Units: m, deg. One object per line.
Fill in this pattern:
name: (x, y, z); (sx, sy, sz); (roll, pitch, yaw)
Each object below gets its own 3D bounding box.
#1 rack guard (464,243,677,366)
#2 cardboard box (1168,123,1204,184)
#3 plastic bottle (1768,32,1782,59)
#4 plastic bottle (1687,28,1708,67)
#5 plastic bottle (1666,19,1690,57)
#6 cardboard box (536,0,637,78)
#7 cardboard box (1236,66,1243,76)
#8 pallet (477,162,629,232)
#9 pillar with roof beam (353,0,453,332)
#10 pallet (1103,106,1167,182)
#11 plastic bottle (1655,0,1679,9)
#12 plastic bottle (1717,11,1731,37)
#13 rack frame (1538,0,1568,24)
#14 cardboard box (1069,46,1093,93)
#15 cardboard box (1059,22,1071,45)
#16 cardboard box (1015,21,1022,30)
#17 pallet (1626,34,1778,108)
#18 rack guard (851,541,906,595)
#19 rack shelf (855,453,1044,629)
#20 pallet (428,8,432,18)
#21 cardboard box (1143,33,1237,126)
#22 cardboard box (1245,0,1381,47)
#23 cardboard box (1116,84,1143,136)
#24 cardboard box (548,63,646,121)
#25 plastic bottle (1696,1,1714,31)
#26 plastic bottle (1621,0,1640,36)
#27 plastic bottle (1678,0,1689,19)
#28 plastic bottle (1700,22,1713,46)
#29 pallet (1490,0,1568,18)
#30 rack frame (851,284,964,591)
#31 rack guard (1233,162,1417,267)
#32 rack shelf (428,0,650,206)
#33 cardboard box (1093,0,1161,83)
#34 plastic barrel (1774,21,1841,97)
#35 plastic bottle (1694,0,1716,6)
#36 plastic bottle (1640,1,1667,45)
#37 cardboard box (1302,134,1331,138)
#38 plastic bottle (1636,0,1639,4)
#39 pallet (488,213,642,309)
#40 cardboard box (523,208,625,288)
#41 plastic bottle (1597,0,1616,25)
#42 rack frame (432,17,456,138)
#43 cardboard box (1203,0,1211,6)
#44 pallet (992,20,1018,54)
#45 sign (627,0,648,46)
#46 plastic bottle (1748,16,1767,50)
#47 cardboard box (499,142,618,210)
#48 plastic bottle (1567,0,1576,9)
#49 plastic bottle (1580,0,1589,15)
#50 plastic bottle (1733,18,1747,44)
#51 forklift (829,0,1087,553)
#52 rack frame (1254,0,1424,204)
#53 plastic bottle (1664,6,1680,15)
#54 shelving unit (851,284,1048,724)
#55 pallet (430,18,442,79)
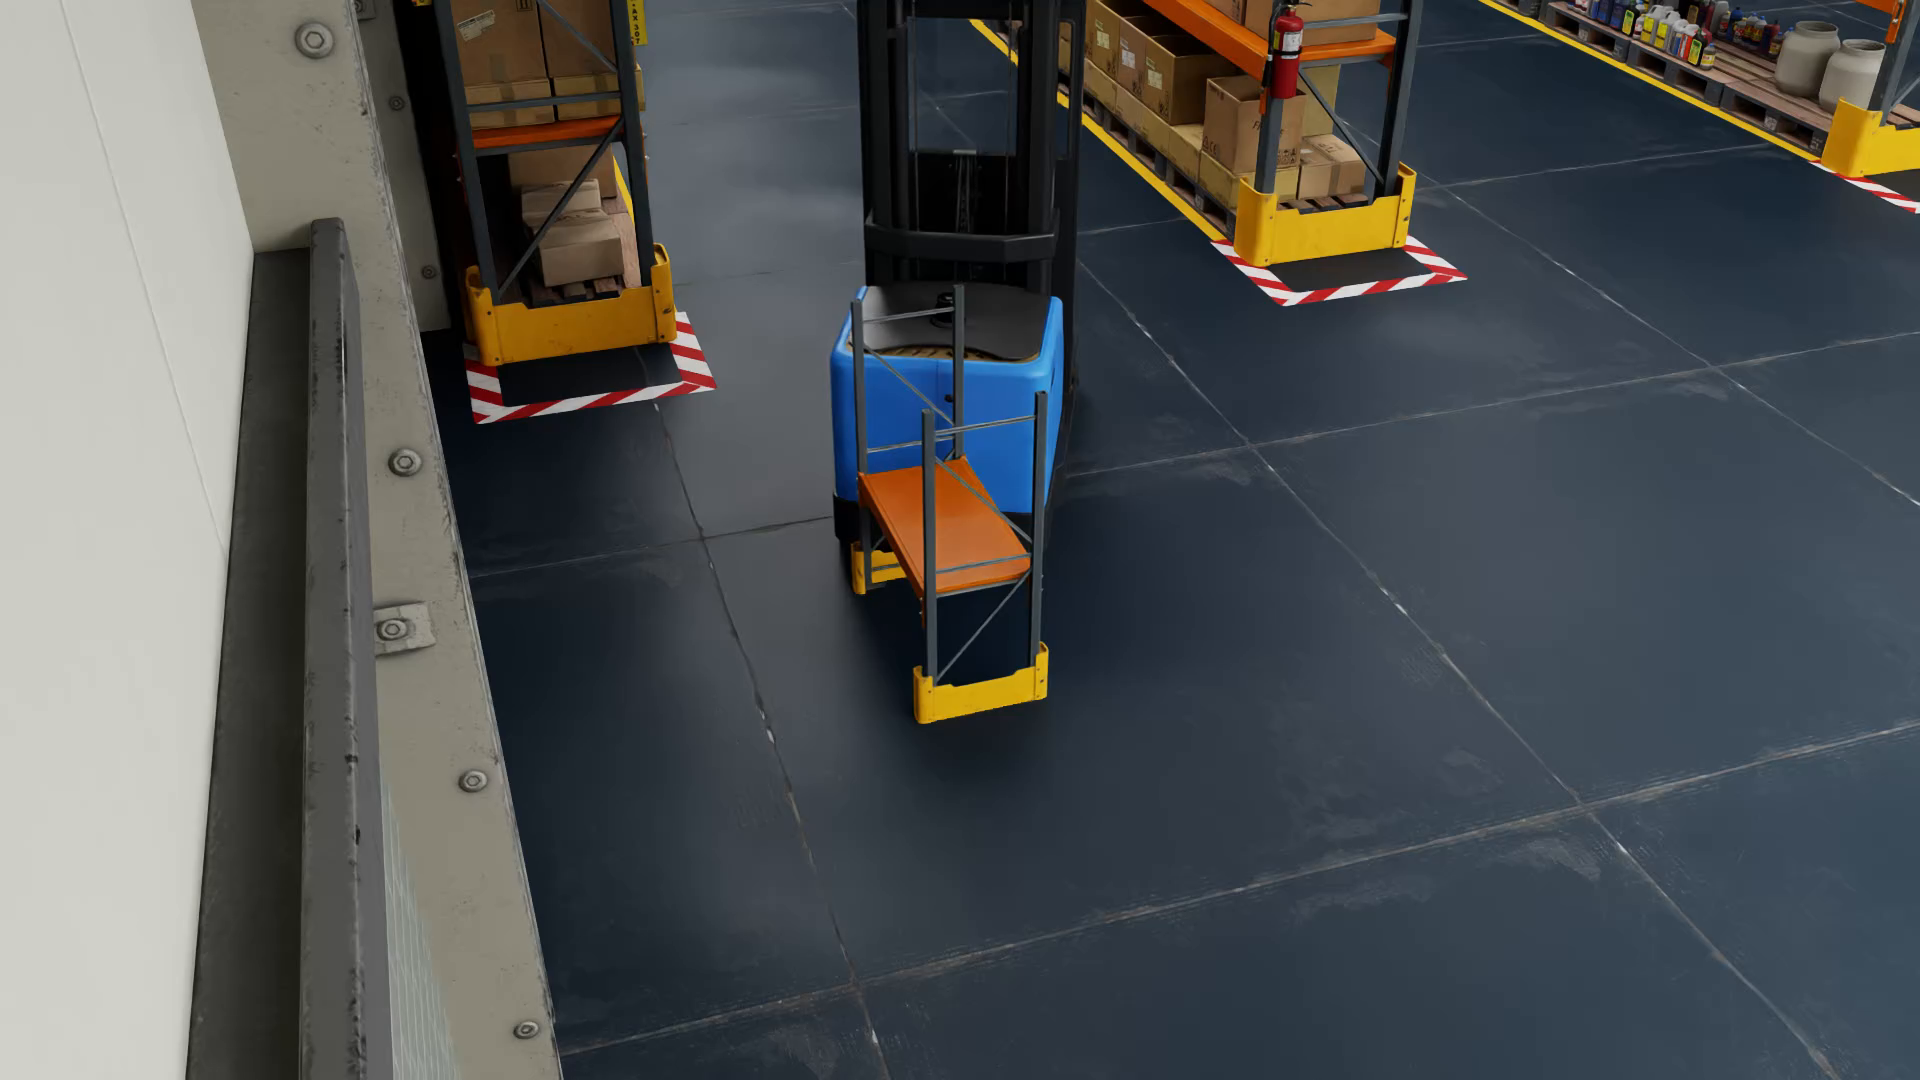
rack guard: (-2.313, -1.411, 9.931); (1.175, 0.500, 0.348); (-10, 35, -15)
cardboard box: (1.818, -2.769, 11.833); (0.500, 0.250, 0.500); (-10, 35, -15)
plastic bottle: (6.857, -4.154, 13.955); (0.097, 0.201, 0.097); (0, 33, 0)
plastic bottle: (6.115, -4.079, 13.766); (0.061, 0.283, 0.133); (-9, 35, -14)
plastic bottle: (6.074, -4.227, 13.998); (0.152, 0.276, 0.135); (-11, 35, -16)
cardboard box: (-2.149, -2.973, 9.467); (0.500, 0.500, 0.500); (-10, 35, -15)
cardboard box: (2.156, -3.431, 12.154); (0.500, 0.500, 0.500); (-10, 35, -15)
pallet: (-2.895, -2.362, 11.633); (1.003, 0.211, 1.213); (-10, 35, -15)
pillar with roof beam: (0.773, -5.862, 8.959); (9.100, 9.000, 0.400); (-10, 35, -15)
pallet: (1.785, -3.119, 12.779); (1.003, 0.211, 1.213); (-10, 35, -15)
plastic bottle: (6.321, -4.798, 14.862); (0.152, 0.276, 0.135); (-10, 35, -15)
plastic bottle: (6.661, -4.492, 14.467); (0.097, 0.201, 0.097); (0, 33, 0)
rack frame: (5.925, -6.180, 14.881); (1.000, 3.000, 0.127); (-10, 35, -15)
cardboard box: (1.207, -3.819, 13.422); (0.500, 0.250, 0.500); (-10, 35, -15)
cardboard box: (1.050, -4.393, 13.611); (0.500, 0.500, 0.500); (-10, 35, -15)
cardboard box: (0.804, -4.546, 14.521); (0.500, 0.250, 0.500); (-10, 35, -15)
pallet: (6.466, -4.015, 14.135); (1.003, 0.211, 1.213); (-10, 35, -15)
rack guard: (-0.224, 0.088, 7.889); (0.587, 0.250, 0.087); (-10, 35, -15)
rack shelf: (-0.064, -0.018, 7.242); (0.538, 0.185, 1.000); (-10, 35, -15)
pallet: (-4.493, -5.040, 15.686); (1.003, 0.211, 1.213); (-10, 35, -15)
cardboard box: (1.661, -3.344, 12.022); (0.500, 0.500, 0.500); (-10, 35, -15)
cardboard box: (2.297, -3.538, 10.792); (0.700, 0.500, 0.500); (-10, 35, -15)
cardboard box: (1.513, -3.294, 12.627); (0.500, 0.250, 0.500); (-10, 35, -15)
cardboard box: (-2.136, -2.669, 9.686); (0.500, 0.250, 0.500); (-11, 35, -16)
plastic bottle: (6.498, -4.566, 14.504); (0.061, 0.283, 0.133); (-10, 35, -15)
plastic bottle: (5.844, -4.544, 14.470); (0.061, 0.283, 0.133); (-9, 34, -13)
plastic bottle: (6.455, -4.868, 14.899); (0.144, 0.351, 0.185); (-12, 35, -17)
plastic bottle: (6.218, -4.175, 13.913); (0.061, 0.283, 0.133); (-10, 35, -15)
pallet: (5.649, -5.422, 16.264); (1.003, 0.211, 1.213); (-10, 35, -15)
rack frame: (-0.224, -0.434, 7.546); (0.500, 1.500, 0.032); (-10, 35, -15)
rack guard: (2.434, -2.193, 11.115); (1.175, 0.500, 0.348); (-10, 35, -15)
rack shelf: (-2.900, -3.163, 10.969); (1.077, 0.370, 4.000); (-10, 35, -15)
cardboard box: (1.355, -3.868, 12.816); (0.500, 0.500, 0.500); (-10, 35, -15)
plastic barrel: (6.719, -3.813, 13.175); (0.421, 0.512, 0.421); (0, 33, 0)
plastic bottle: (6.553, -4.698, 14.643); (0.144, 0.351, 0.185); (-10, 35, -15)
plastic bottle: (5.963, -4.442, 14.255); (0.144, 0.351, 0.185); (-10, 35, -15)
cardboard box: (2.319, -2.857, 11.967); (0.500, 0.250, 0.500); (-10, 35, -15)
plastic bottle: (5.935, -4.676, 14.681); (0.097, 0.271, 0.097); (0, 33, 0)
pallet: (-2.527, -1.723, 10.665); (1.003, 0.211, 1.213); (-10, 35, -15)
cardboard box: (-2.415, -1.854, 10.374); (0.500, 0.311, 0.500); (-14, 36, -20)
plastic bottle: (5.776, -4.764, 14.743); (0.144, 0.351, 0.185); (-9, 35, -13)
rack frame: (-3.510, -4.514, 12.360); (1.000, 3.000, 0.127); (-10, 35, -15)
cardboard box: (1.986, -4.074, 11.604); (0.700, 0.500, 0.500); (-10, 35, -14)
pallet: (0.945, -4.566, 14.968); (1.003, 0.211, 1.213); (-10, 35, -15)
sign: (-1.773, -2.866, 9.081); (0.100, 0.325, 0.005); (-10, 35, -15)
plastic bottle: (6.784, -4.309, 14.126); (0.097, 0.271, 0.097); (0, 33, 0)
cardboard box: (-2.765, -2.625, 11.371); (0.700, 0.500, 0.500); (-12, 35, -18)
plastic bottle: (5.605, -4.984, 15.147); (0.097, 0.271, 0.097); (0, 33, 0)
plastic bottle: (5.667, -4.848, 15.005); (0.097, 0.201, 0.097); (0, 33, 0)
plastic bottle: (6.724, -4.384, 14.303); (0.097, 0.201, 0.097); (0, 33, 0)
forklift: (0.086, -1.941, 8.529); (1.130, 2.935, 3.031); (4, 34, 6)
rack frame: (2.427, -3.249, 10.445); (1.000, 3.000, 0.127); (-10, 35, -15)
plastic bottle: (6.097, -4.449, 14.334); (0.152, 0.276, 0.135); (-10, 35, -15)
shelving unit: (-0.067, -0.172, 7.150); (0.587, 1.500, 1.083); (-10, 35, -15)
pallet: (-4.124, -4.400, 14.718); (1.003, 0.211, 1.213); (-10, 35, -15)
